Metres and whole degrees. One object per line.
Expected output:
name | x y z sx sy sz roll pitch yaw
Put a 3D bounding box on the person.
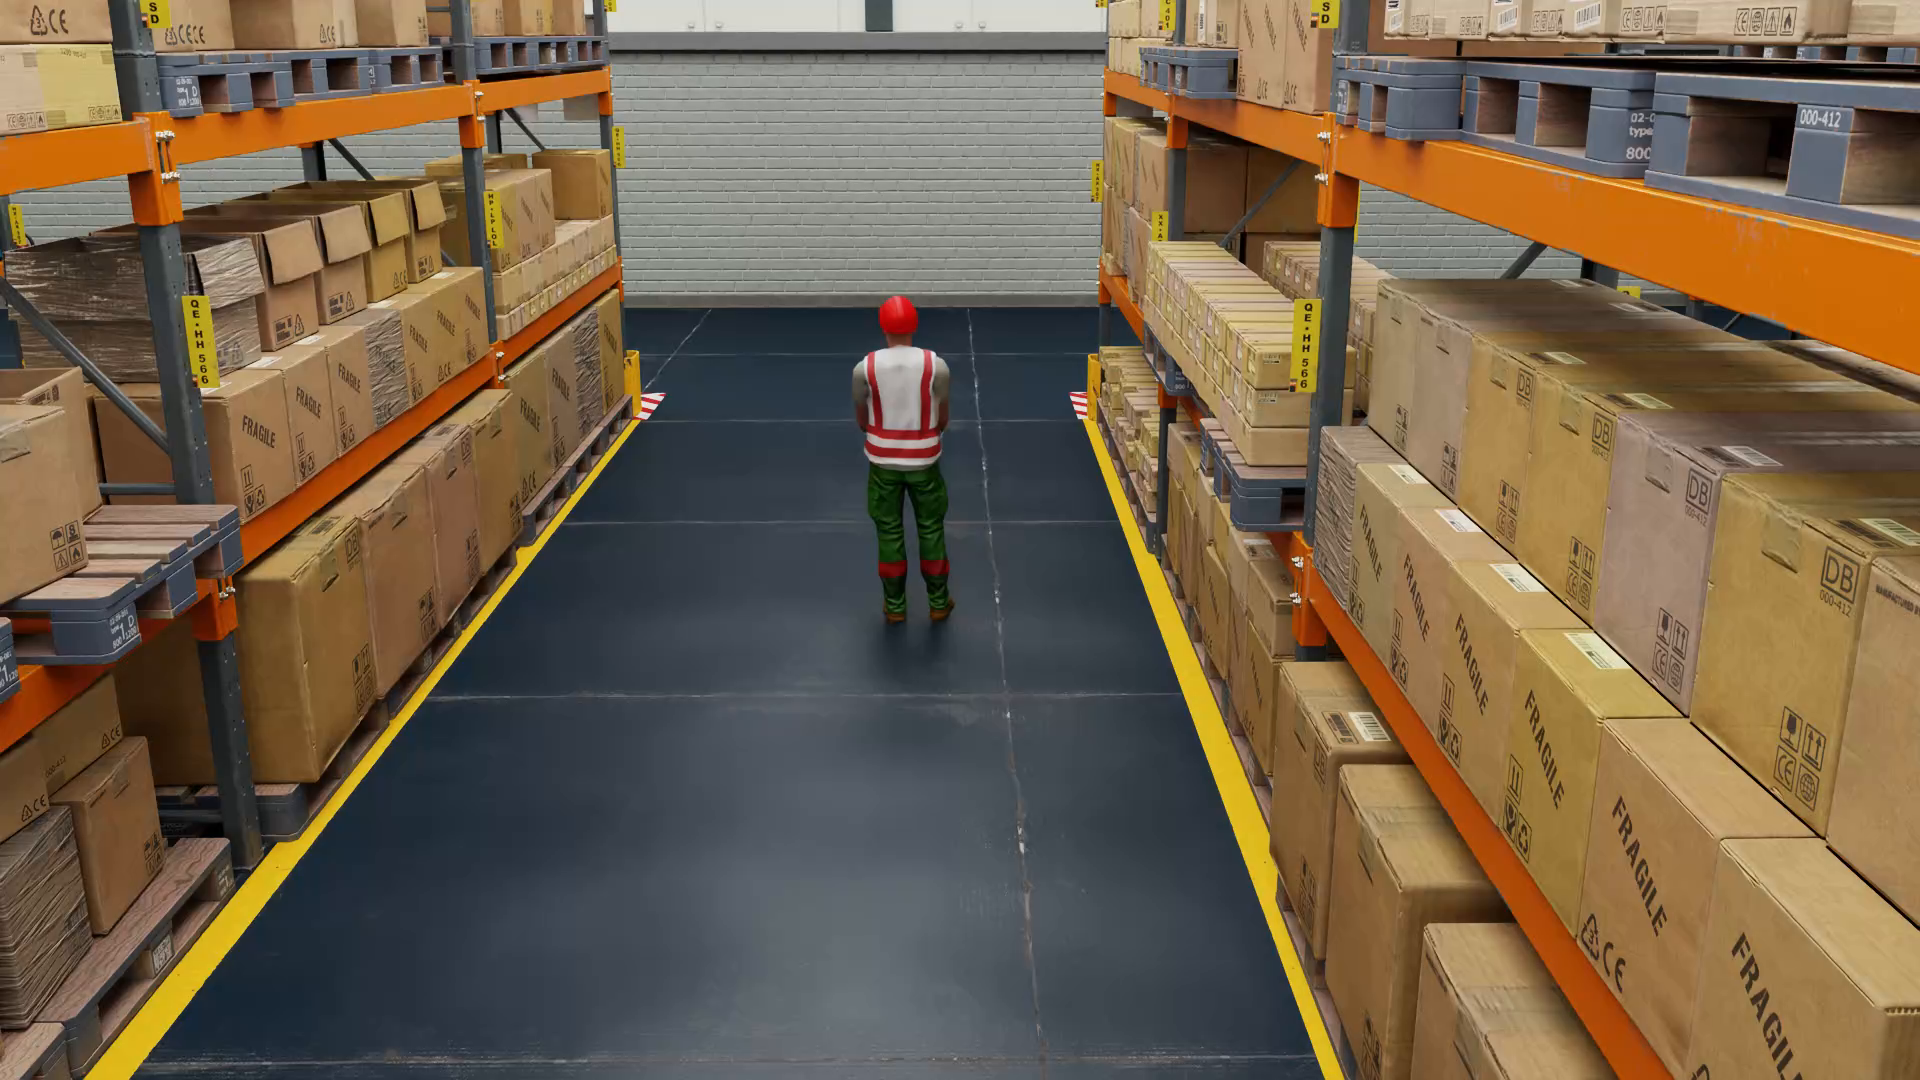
person | -0.299 -0.440 8.938 0.539 1.793 0.513 0 17 0
